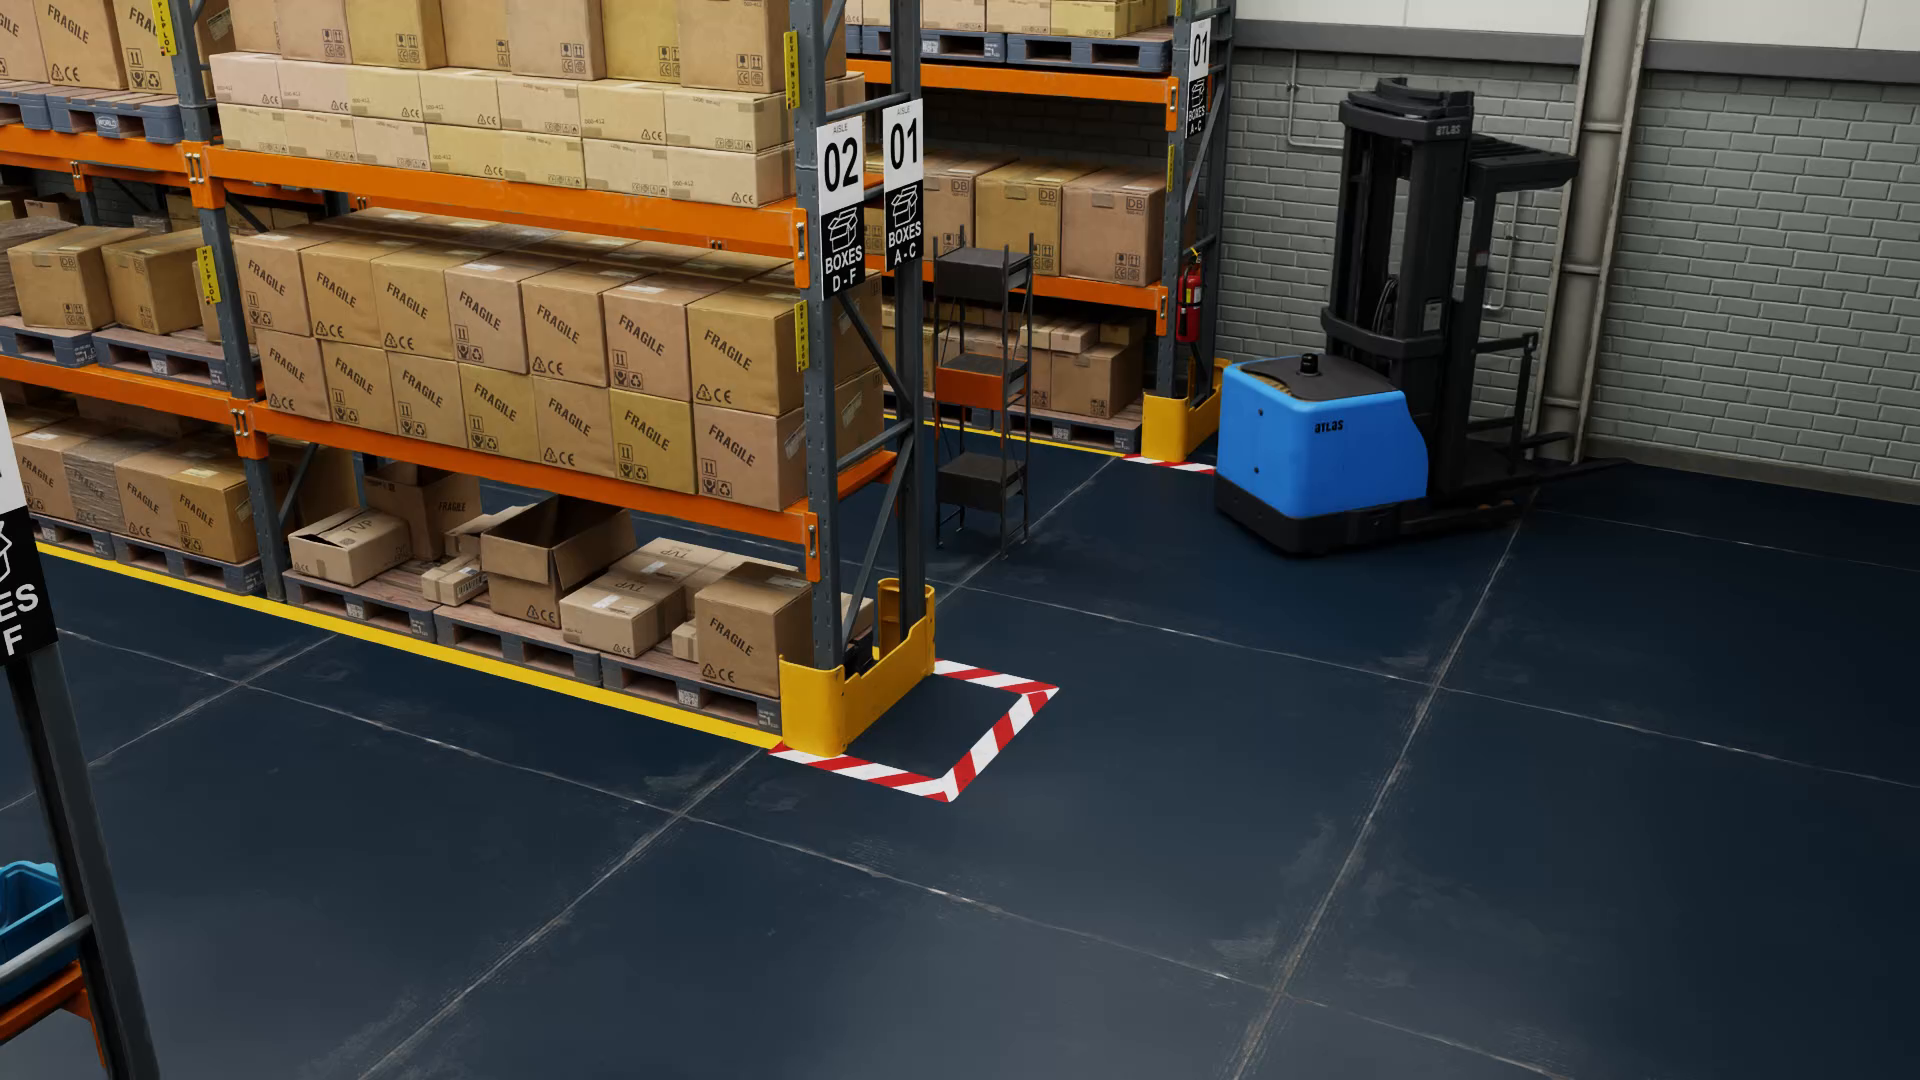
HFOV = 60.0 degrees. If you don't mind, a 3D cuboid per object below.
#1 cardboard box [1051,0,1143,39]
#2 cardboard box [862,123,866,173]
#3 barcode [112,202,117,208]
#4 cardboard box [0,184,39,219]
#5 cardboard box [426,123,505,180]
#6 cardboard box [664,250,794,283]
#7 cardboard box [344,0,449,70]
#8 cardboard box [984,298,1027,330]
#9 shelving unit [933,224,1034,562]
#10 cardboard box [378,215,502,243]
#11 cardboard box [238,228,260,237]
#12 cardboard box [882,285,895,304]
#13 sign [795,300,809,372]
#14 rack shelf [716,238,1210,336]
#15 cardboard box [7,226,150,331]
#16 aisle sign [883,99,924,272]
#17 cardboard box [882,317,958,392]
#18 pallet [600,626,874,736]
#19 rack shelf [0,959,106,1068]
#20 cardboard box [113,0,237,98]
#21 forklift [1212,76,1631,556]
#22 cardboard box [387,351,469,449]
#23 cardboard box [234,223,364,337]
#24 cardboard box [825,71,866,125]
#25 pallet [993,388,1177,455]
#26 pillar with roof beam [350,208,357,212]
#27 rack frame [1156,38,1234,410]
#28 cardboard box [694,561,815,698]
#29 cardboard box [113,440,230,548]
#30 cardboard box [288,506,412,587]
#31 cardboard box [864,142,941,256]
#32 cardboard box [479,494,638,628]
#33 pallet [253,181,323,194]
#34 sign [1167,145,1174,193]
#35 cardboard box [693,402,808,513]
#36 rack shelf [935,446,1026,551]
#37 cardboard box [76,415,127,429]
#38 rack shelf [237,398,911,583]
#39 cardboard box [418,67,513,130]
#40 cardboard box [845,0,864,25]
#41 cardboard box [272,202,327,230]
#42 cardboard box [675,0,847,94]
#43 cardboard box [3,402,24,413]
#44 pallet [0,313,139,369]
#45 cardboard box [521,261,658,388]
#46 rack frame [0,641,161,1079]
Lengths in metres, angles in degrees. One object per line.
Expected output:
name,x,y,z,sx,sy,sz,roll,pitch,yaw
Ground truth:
cardboard box,0.989,-3.783,12.008,0.500,0.250,0.500,12,26,26
cardboard box,-0.813,-1.956,8.376,0.500,0.250,0.500,11,25,25
barcode,-9.321,-3.693,18.325,0.075,0.075,0.001,11,25,25
cardboard box,-10.799,-3.672,18.684,0.500,0.500,0.700,10,25,21
cardboard box,-2.379,-2.045,8.585,0.500,0.250,0.500,11,25,25
cardboard box,-1.217,-1.231,8.907,0.500,0.500,0.500,11,26,25
cardboard box,-2.757,-2.762,8.673,0.500,0.500,0.700,11,25,25
cardboard box,0.391,-1.852,13.601,0.250,0.149,0.380,12,26,25
shelving unit,0.148,-0.937,10.770,0.503,2.100,0.431,11,25,25
cardboard box,-3.013,-1.589,9.749,0.500,0.500,0.500,11,25,24
cardboard box,-6.907,-2.979,17.054,0.500,0.500,0.700,11,25,24
cardboard box,-0.520,-2.032,14.024,0.250,0.149,0.380,10,25,23
sign,-0.738,-0.953,7.775,0.005,0.325,0.100,11,25,25
rack shelf,-0.023,-2.218,13.552,4.000,0.370,1.077,11,25,25
cardboard box,-5.644,-1.701,10.753,0.500,0.500,0.700,5,24,11
aisle sign,-0.276,-1.752,8.215,0.004,0.787,0.394,11,25,25
cardboard box,-0.283,-1.596,13.828,0.500,0.500,0.700,12,26,26
pallet,-1.249,0.664,9.419,1.213,0.211,1.003,11,25,25
rack shelf,-4.493,1.242,5.416,4.000,0.370,1.077,11,25,25
cardboard box,-4.456,-2.952,9.733,0.600,0.600,0.600,9,25,20
forklift,3.337,-1.606,11.281,3.031,2.935,1.130,-9,25,-21
cardboard box,-2.804,-0.854,9.297,0.500,0.500,0.500,11,25,24
cardboard box,-3.746,-1.496,9.530,0.500,0.500,0.500,12,26,26
cardboard box,-0.811,-2.188,8.283,0.500,0.250,0.500,11,25,25
pallet,1.013,-1.027,13.394,1.213,0.211,1.003,11,25,25
pillar with roof beam,-8.090,-5.397,12.443,0.400,9.000,9.100,11,25,25
rack frame,1.762,-2.196,12.581,0.127,3.000,1.000,11,25,25
cardboard box,-1.066,0.473,8.938,0.500,0.500,0.500,11,25,25
cardboard box,-5.046,-0.301,10.757,0.500,0.500,0.500,11,26,25
cardboard box,-3.762,0.013,10.260,0.500,0.311,0.500,11,25,25
cardboard box,-0.682,-2.808,13.637,0.700,0.700,0.980,11,25,23
cardboard box,-2.360,0.105,9.799,0.637,0.503,0.797,11,25,25
pallet,-6.061,-3.609,16.148,1.003,0.211,1.213,11,25,25
sign,1.505,-2.651,11.868,0.005,0.325,0.100,11,25,25
cardboard box,-0.992,-0.495,8.454,0.500,0.500,0.500,12,26,26
rack shelf,0.148,-0.280,11.050,0.480,0.518,0.431,11,25,25
cardboard box,-5.736,-0.665,11.612,0.500,0.500,0.500,10,25,23
rack shelf,-2.255,-0.487,9.482,4.000,0.370,1.077,11,25,25
cardboard box,-2.383,-2.272,8.480,0.500,0.250,0.500,11,25,25
cardboard box,-0.862,-4.144,12.856,0.500,0.250,0.500,11,25,23
cardboard box,-6.524,-3.237,16.703,0.500,0.250,0.500,12,26,26
cardboard box,-0.936,-2.437,7.909,0.500,0.500,0.700,11,25,25
cardboard box,-6.862,-0.659,11.599,0.500,0.500,0.500,10,25,23
pallet,-5.871,-1.448,11.067,1.213,0.211,1.003,11,25,25
cardboard box,-1.907,-1.133,8.675,0.500,0.500,0.500,12,26,26
rack frame,-2.708,1.264,4.445,0.127,3.000,1.000,11,25,25
